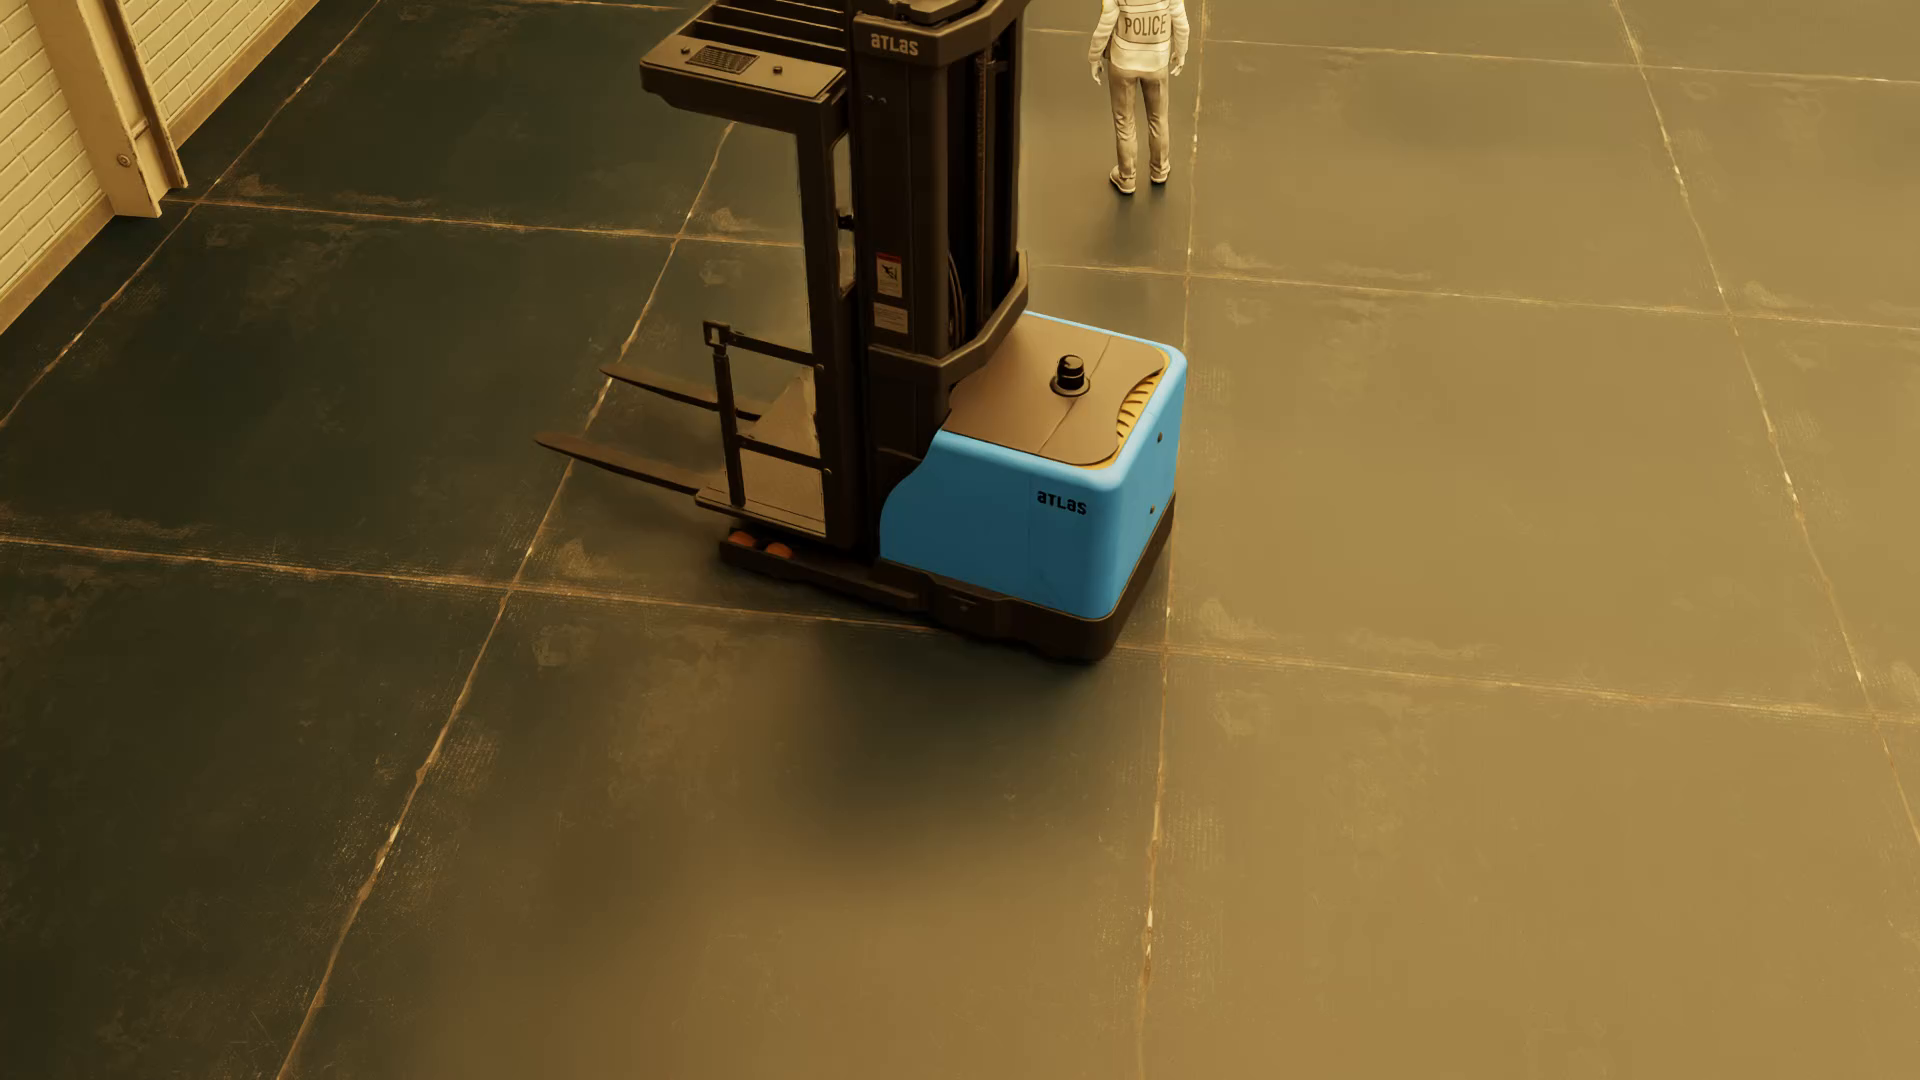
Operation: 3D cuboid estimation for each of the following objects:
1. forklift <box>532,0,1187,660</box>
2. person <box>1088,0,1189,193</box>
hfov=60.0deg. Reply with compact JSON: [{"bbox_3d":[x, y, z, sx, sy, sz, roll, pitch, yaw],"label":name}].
[{"bbox_3d":[-0.566,-1.213,7.045,3.031,2.935,1.130,16,45,17],"label":"forklift"},{"bbox_3d":[1.032,-2.818,9.695,0.587,1.694,0.531,-2,43,-3],"label":"person"}]
